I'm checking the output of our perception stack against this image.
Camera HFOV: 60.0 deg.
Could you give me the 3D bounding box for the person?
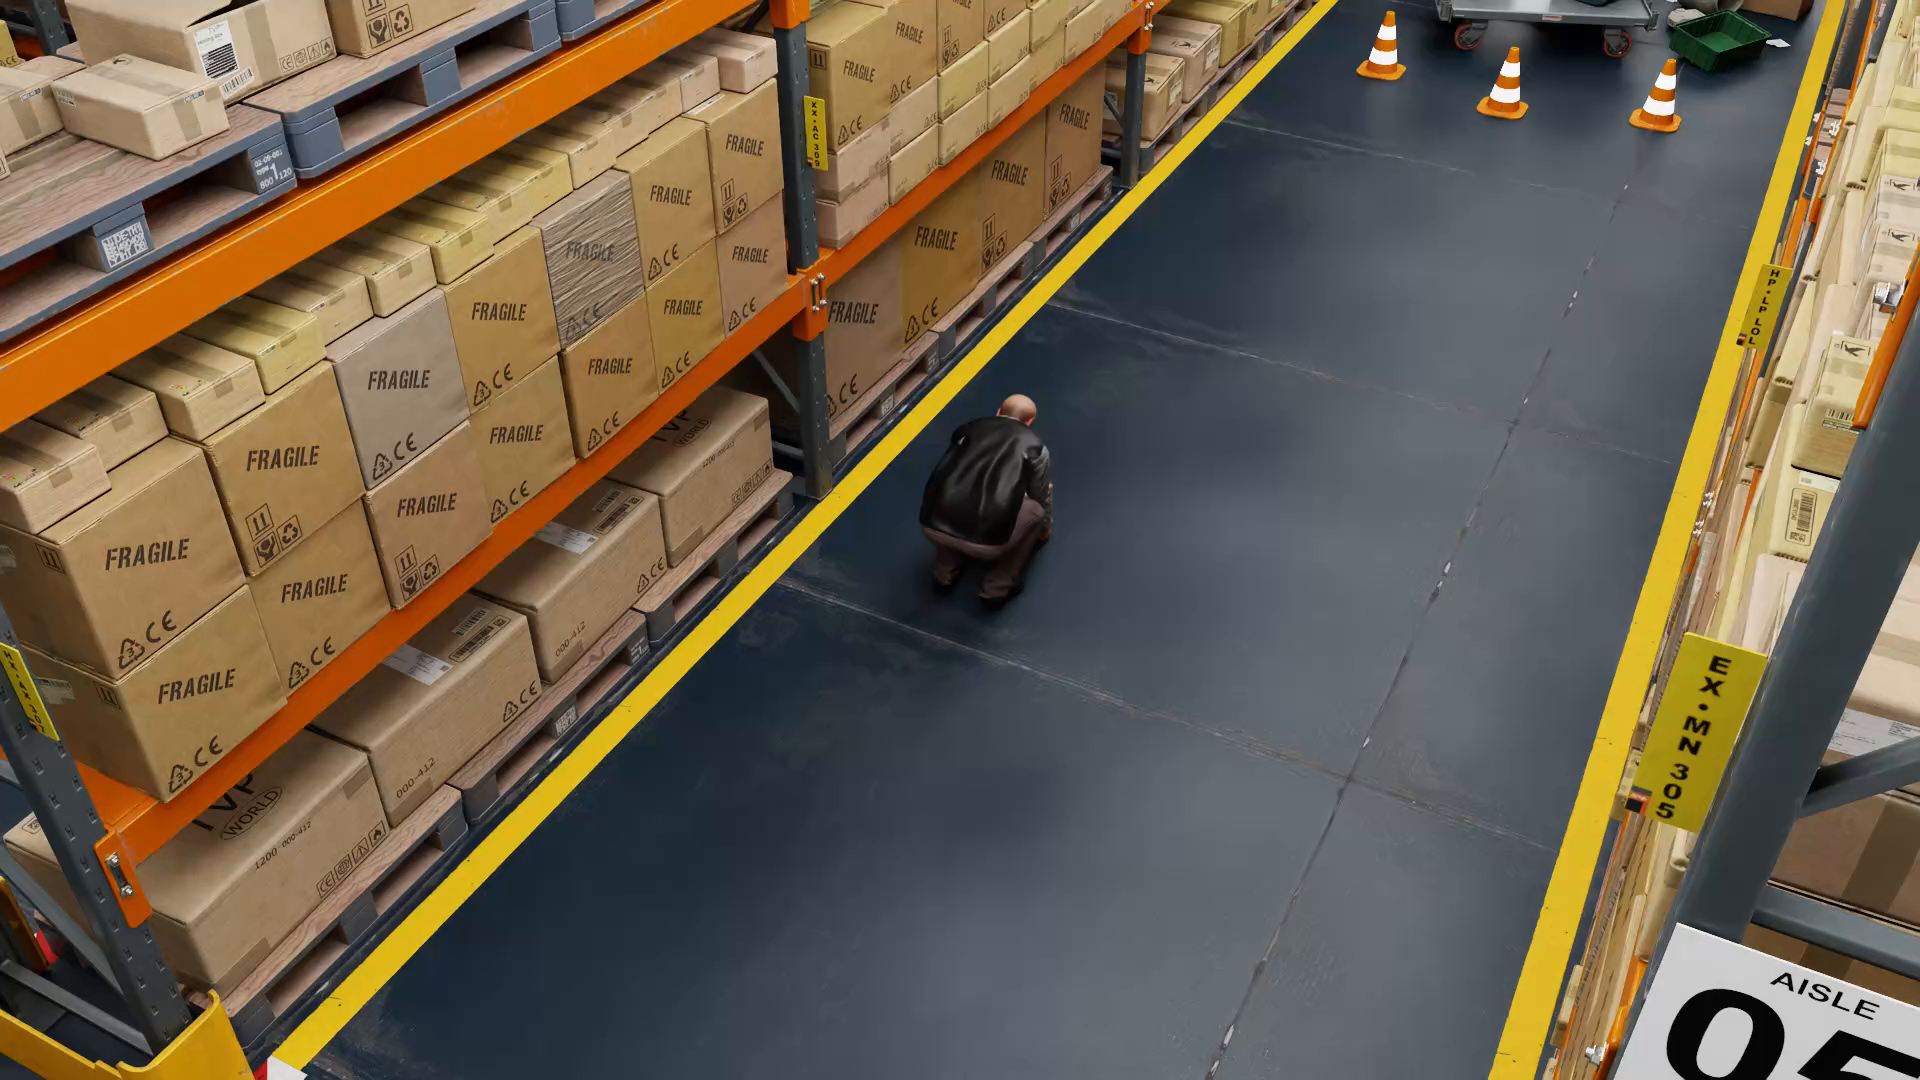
[{"bbox_3d":[0.151,-0.168,7.798,0.508,0.776,0.918,17,41,20],"label":"person"}]
